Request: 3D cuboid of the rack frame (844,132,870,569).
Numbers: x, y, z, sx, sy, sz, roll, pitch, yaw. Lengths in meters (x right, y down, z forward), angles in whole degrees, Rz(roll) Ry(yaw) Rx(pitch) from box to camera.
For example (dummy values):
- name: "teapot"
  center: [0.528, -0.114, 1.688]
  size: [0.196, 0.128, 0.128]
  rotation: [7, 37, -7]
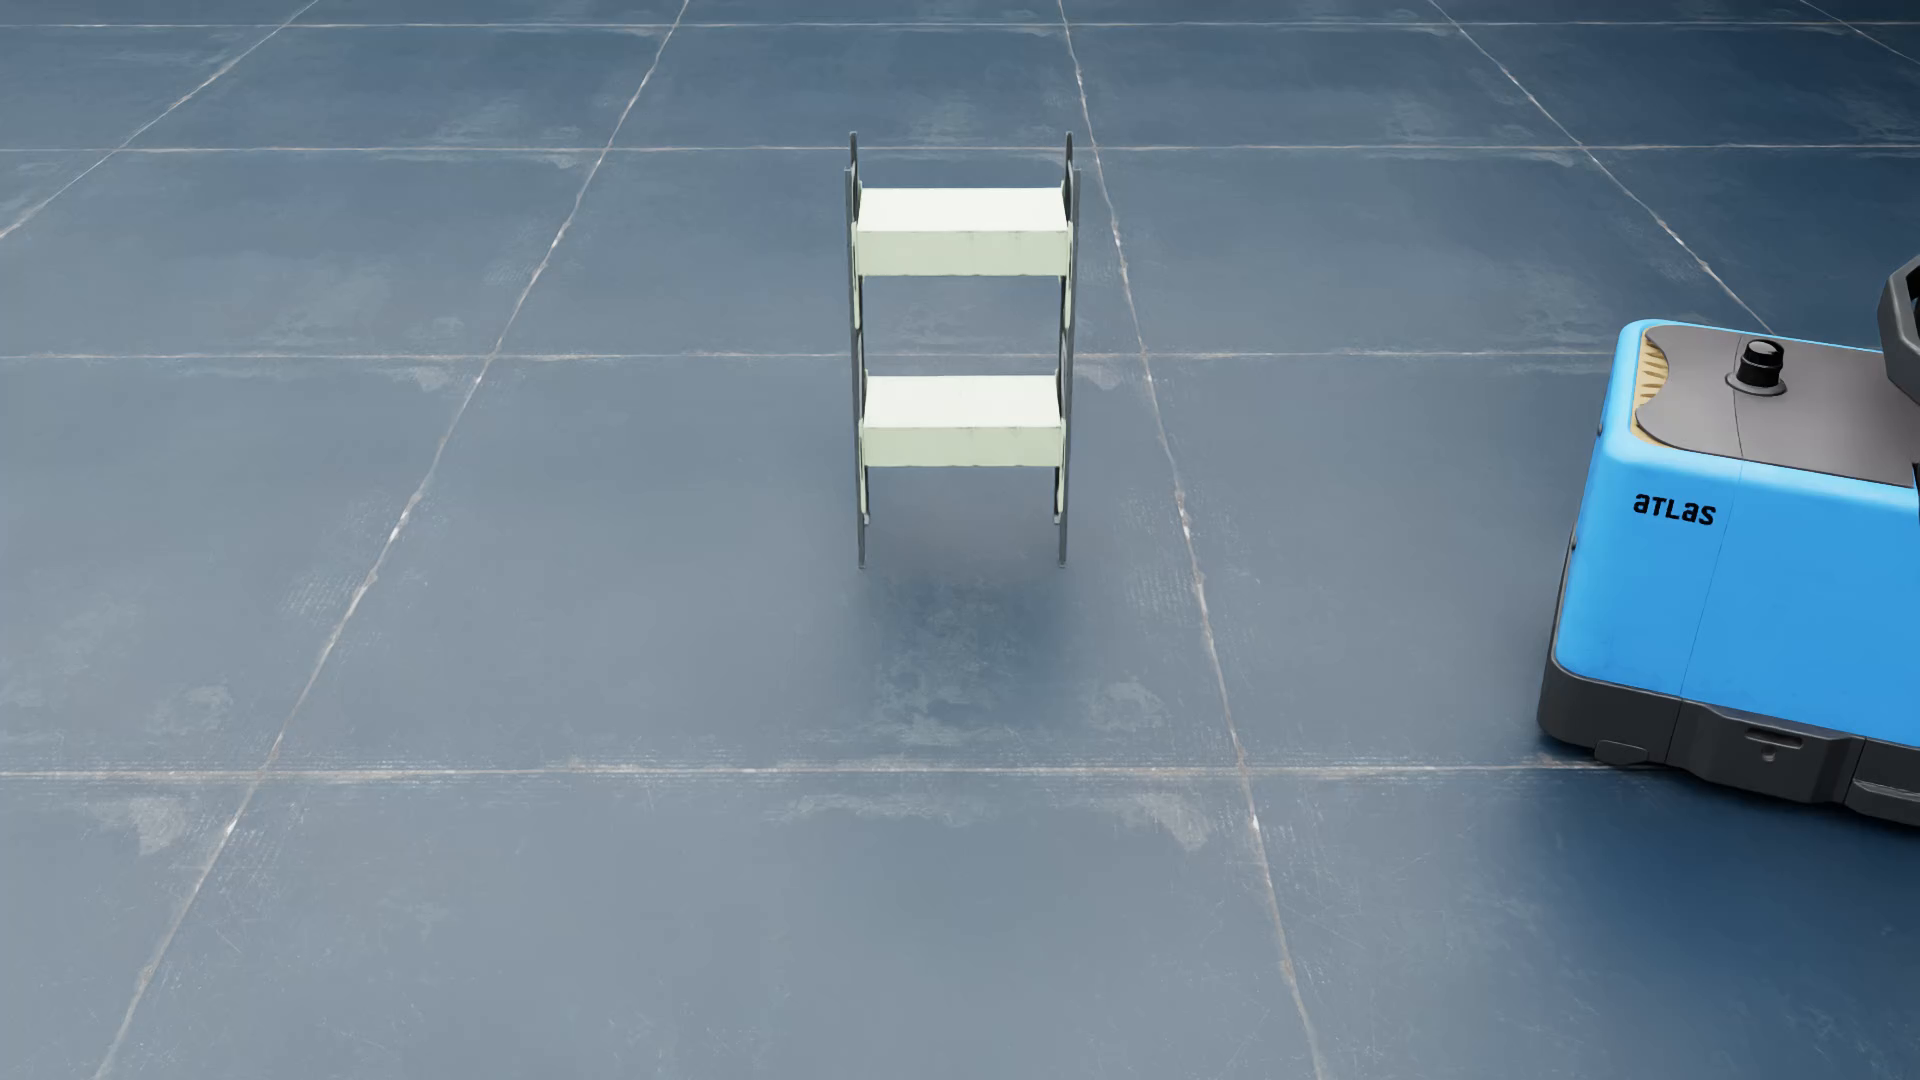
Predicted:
- name: "rack frame"
  center: [-0.359, -0.640, 5.859]
  size: [0.023, 1.500, 0.400]
  rotation: [0, 31, 0]

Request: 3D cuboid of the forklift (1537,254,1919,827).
- name: "forklift"
  center: [3.367, -0.549, 4.329]
  size: [3.031, 2.935, 1.130]
  rotation: [12, 33, 19]

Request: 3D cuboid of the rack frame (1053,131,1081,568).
- name: "rack frame"
  center: [0.373, -0.642, 5.863]
  size: [0.023, 1.500, 0.400]
  rotation: [0, 31, 0]

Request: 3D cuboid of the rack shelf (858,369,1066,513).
- name: "rack shelf"
  center: [0.007, -0.363, 6.030]
  size: [0.720, 0.370, 0.431]
  rotation: [0, 31, 0]

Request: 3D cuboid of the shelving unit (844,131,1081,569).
- name: "shelving unit"
  center: [0.007, -0.641, 5.861]
  size: [0.755, 1.500, 0.431]
  rotation: [0, 31, 0]

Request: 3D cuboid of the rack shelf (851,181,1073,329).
- name: "rack shelf"
  center: [0.007, -0.975, 5.659]
  size: [0.720, 0.370, 0.431]
  rotation: [0, 31, 0]
